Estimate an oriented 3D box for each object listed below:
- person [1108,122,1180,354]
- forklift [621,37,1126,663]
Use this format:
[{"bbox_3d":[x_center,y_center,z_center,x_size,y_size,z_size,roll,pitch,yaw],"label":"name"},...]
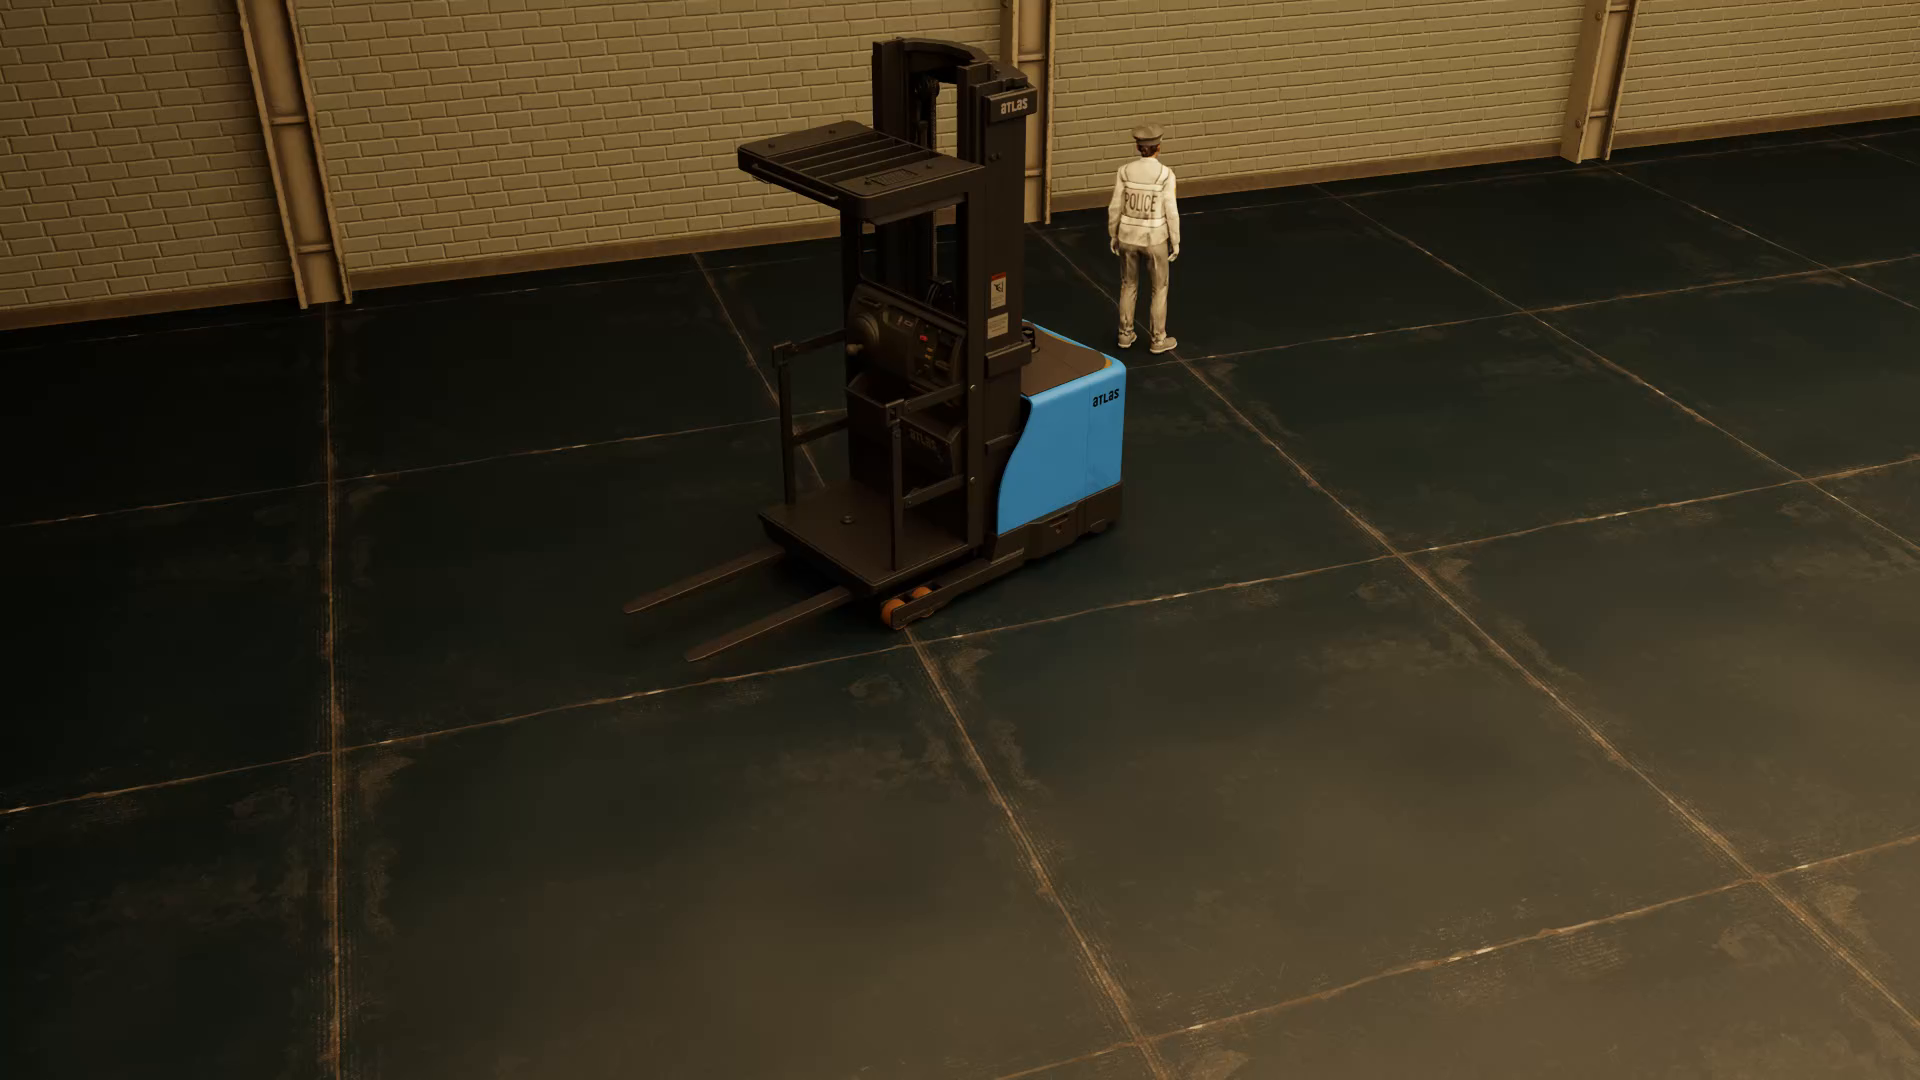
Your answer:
[{"bbox_3d":[1.346,-2.187,12.160,0.547,1.664,0.375,12,32,20],"label":"person"},{"bbox_3d":[-0.461,-1.072,8.951,3.031,2.935,1.130,-23,37,-34],"label":"forklift"}]
